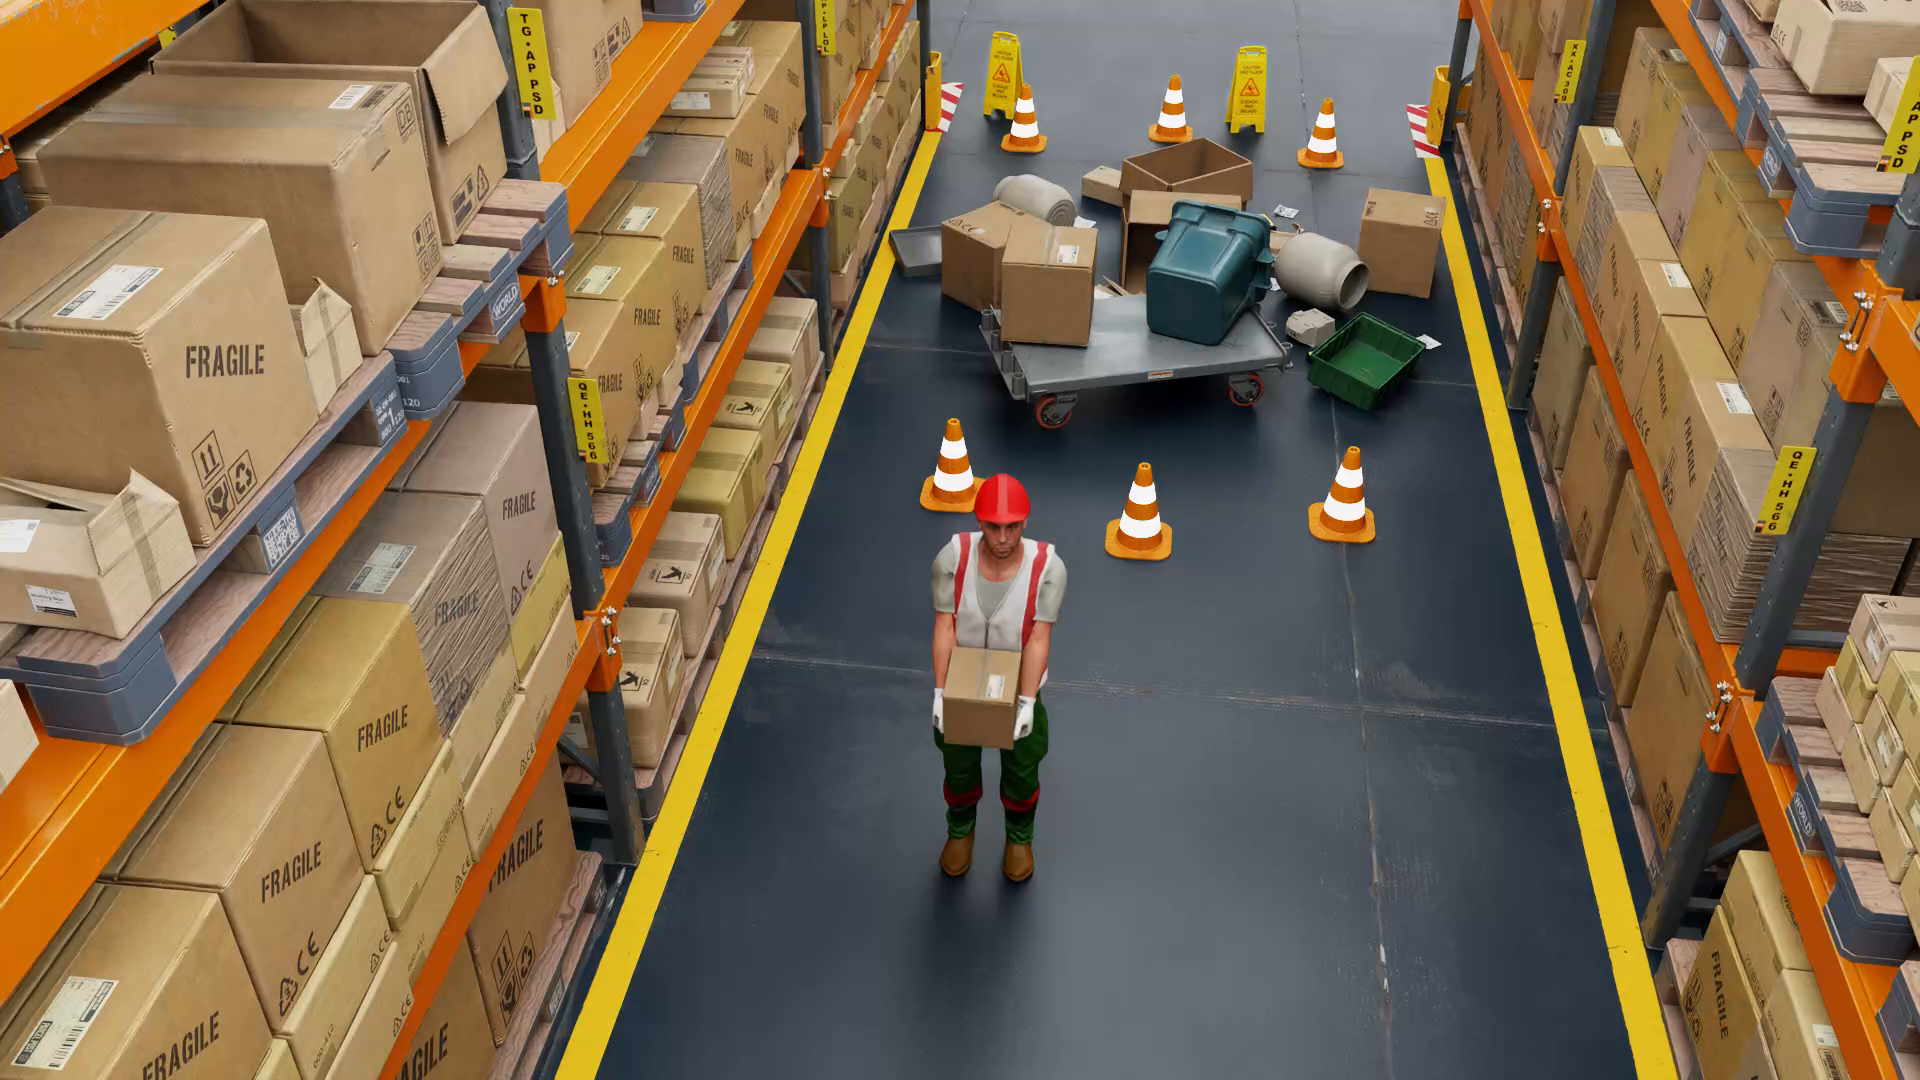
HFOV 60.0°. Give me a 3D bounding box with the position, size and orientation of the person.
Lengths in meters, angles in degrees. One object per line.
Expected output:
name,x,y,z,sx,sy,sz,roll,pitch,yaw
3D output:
person,0.120,0.599,6.193,0.494,1.784,0.564,5,36,7
